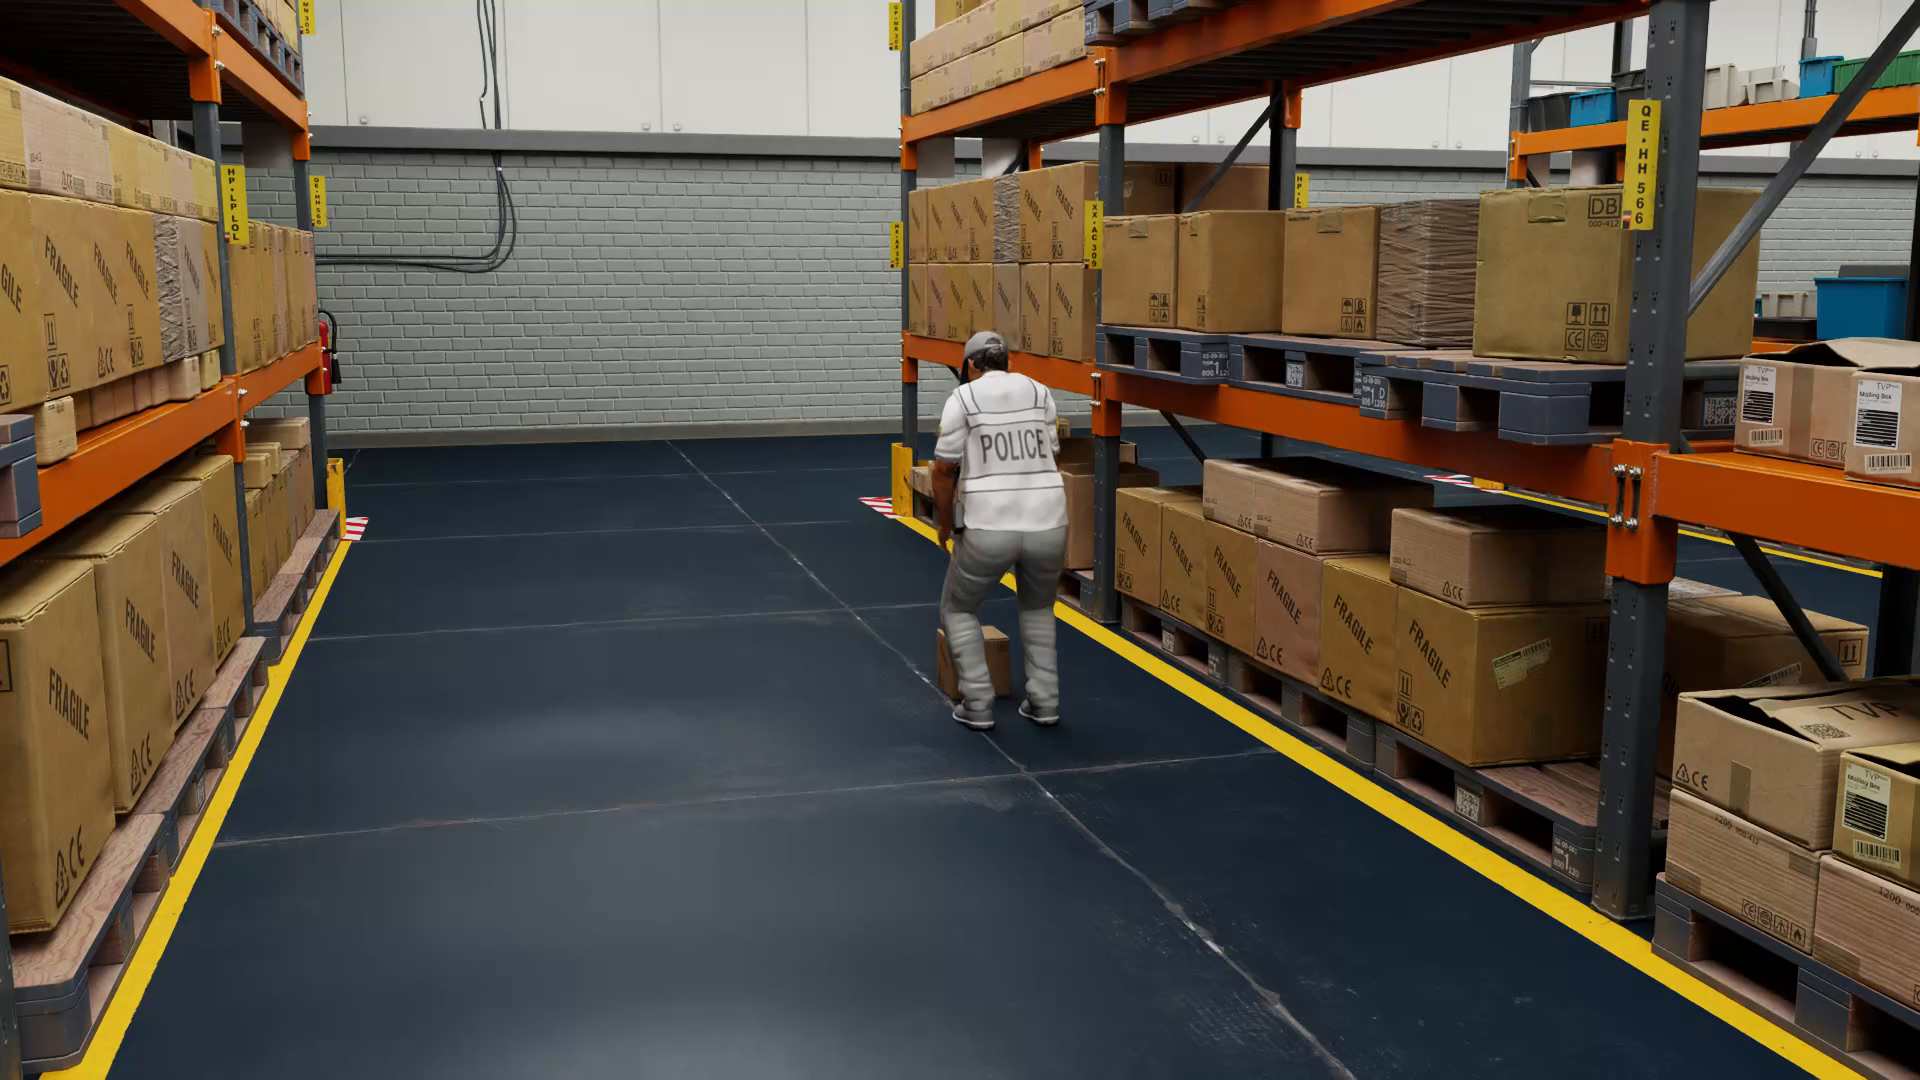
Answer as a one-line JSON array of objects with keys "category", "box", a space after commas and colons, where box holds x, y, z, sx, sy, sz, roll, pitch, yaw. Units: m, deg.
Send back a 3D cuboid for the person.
[{"category": "person", "box": [0.146, -0.036, 6.514, 0.519, 1.541, 0.591, -2, 10, -14]}]
